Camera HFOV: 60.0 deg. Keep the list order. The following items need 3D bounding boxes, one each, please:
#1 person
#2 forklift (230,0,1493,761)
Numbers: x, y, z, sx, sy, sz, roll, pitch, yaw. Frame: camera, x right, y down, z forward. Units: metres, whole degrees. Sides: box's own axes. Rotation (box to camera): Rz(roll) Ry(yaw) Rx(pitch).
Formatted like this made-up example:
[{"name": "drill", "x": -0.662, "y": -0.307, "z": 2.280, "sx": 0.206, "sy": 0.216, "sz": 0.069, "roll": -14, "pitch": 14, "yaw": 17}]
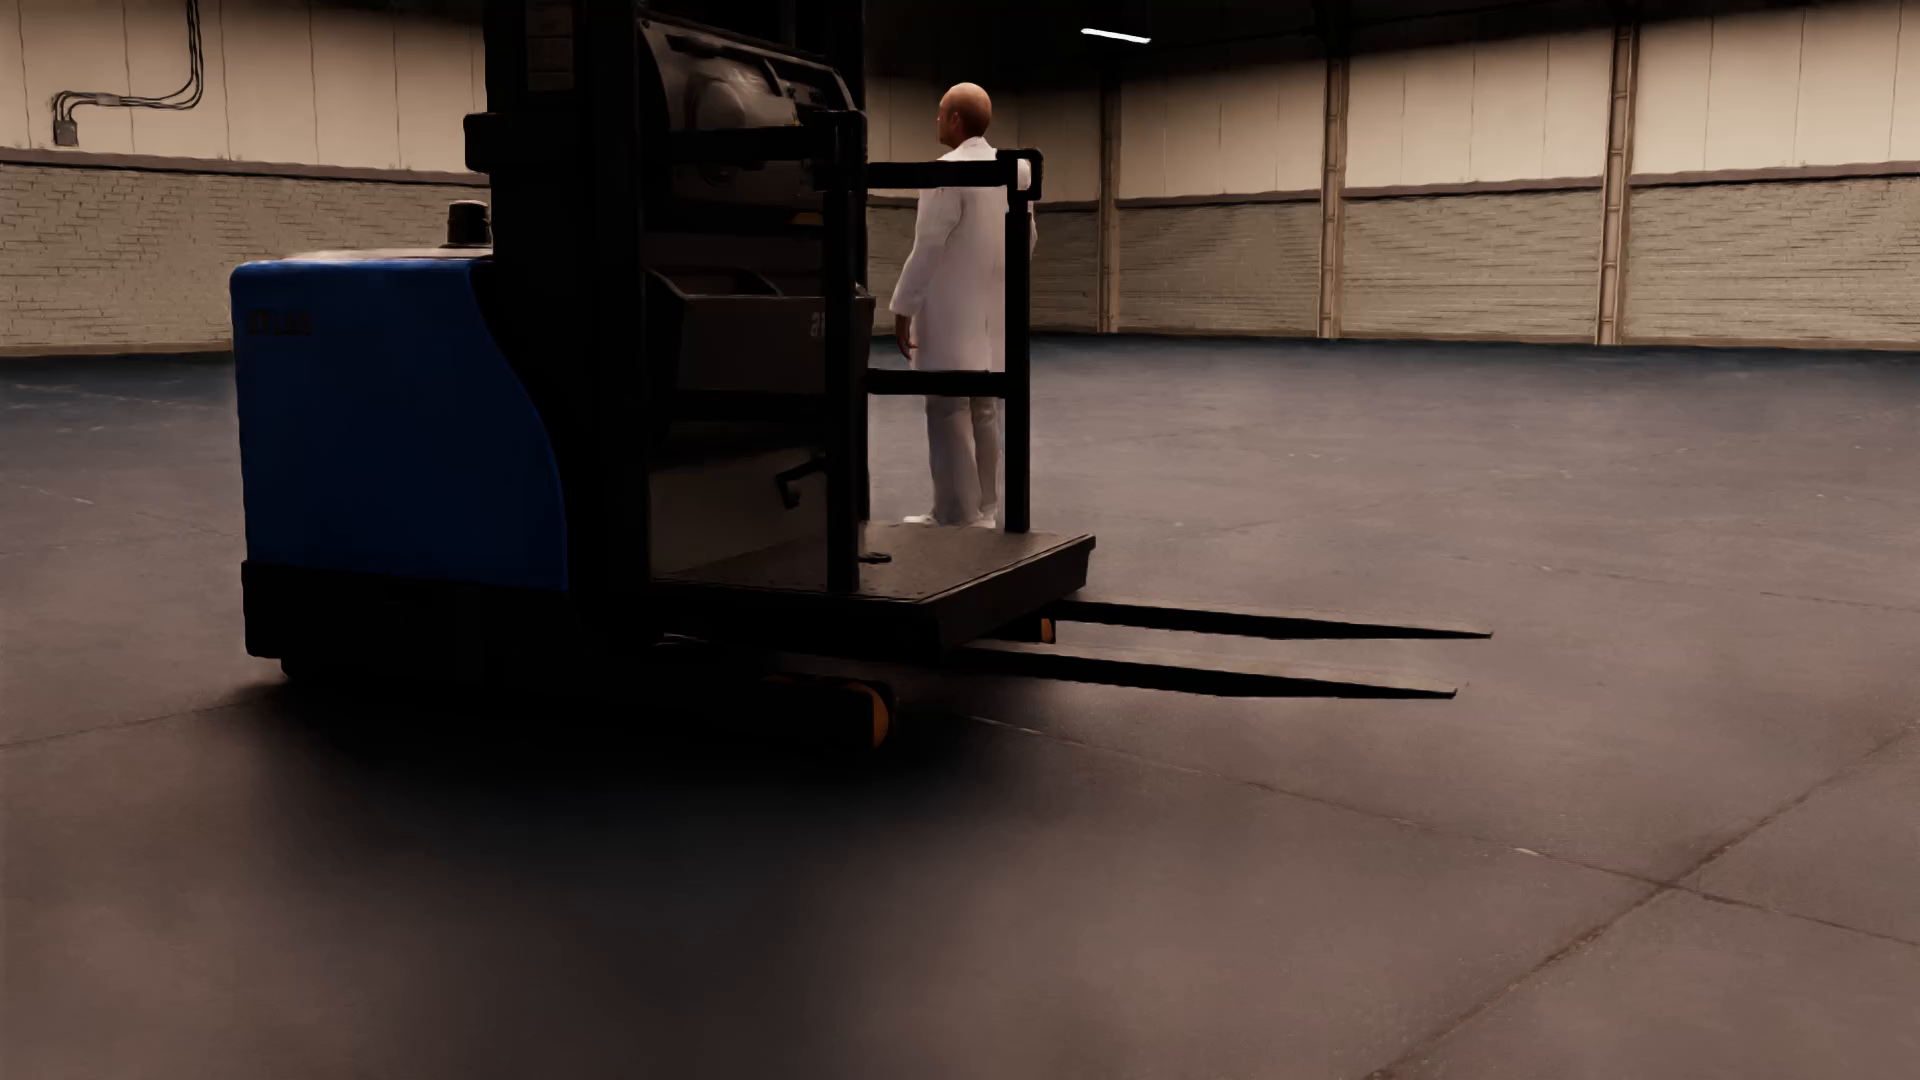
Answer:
[{"name": "person", "x": -0.062, "y": -0.896, "z": 6.650, "sx": 0.579, "sy": 1.776, "sz": 0.694, "roll": 8, "pitch": 12, "yaw": 43}, {"name": "forklift", "x": -0.291, "y": -1.065, "z": 3.949, "sx": 3.031, "sy": 2.935, "sz": 1.130, "roll": 4, "pitch": 9, "yaw": 24}]
